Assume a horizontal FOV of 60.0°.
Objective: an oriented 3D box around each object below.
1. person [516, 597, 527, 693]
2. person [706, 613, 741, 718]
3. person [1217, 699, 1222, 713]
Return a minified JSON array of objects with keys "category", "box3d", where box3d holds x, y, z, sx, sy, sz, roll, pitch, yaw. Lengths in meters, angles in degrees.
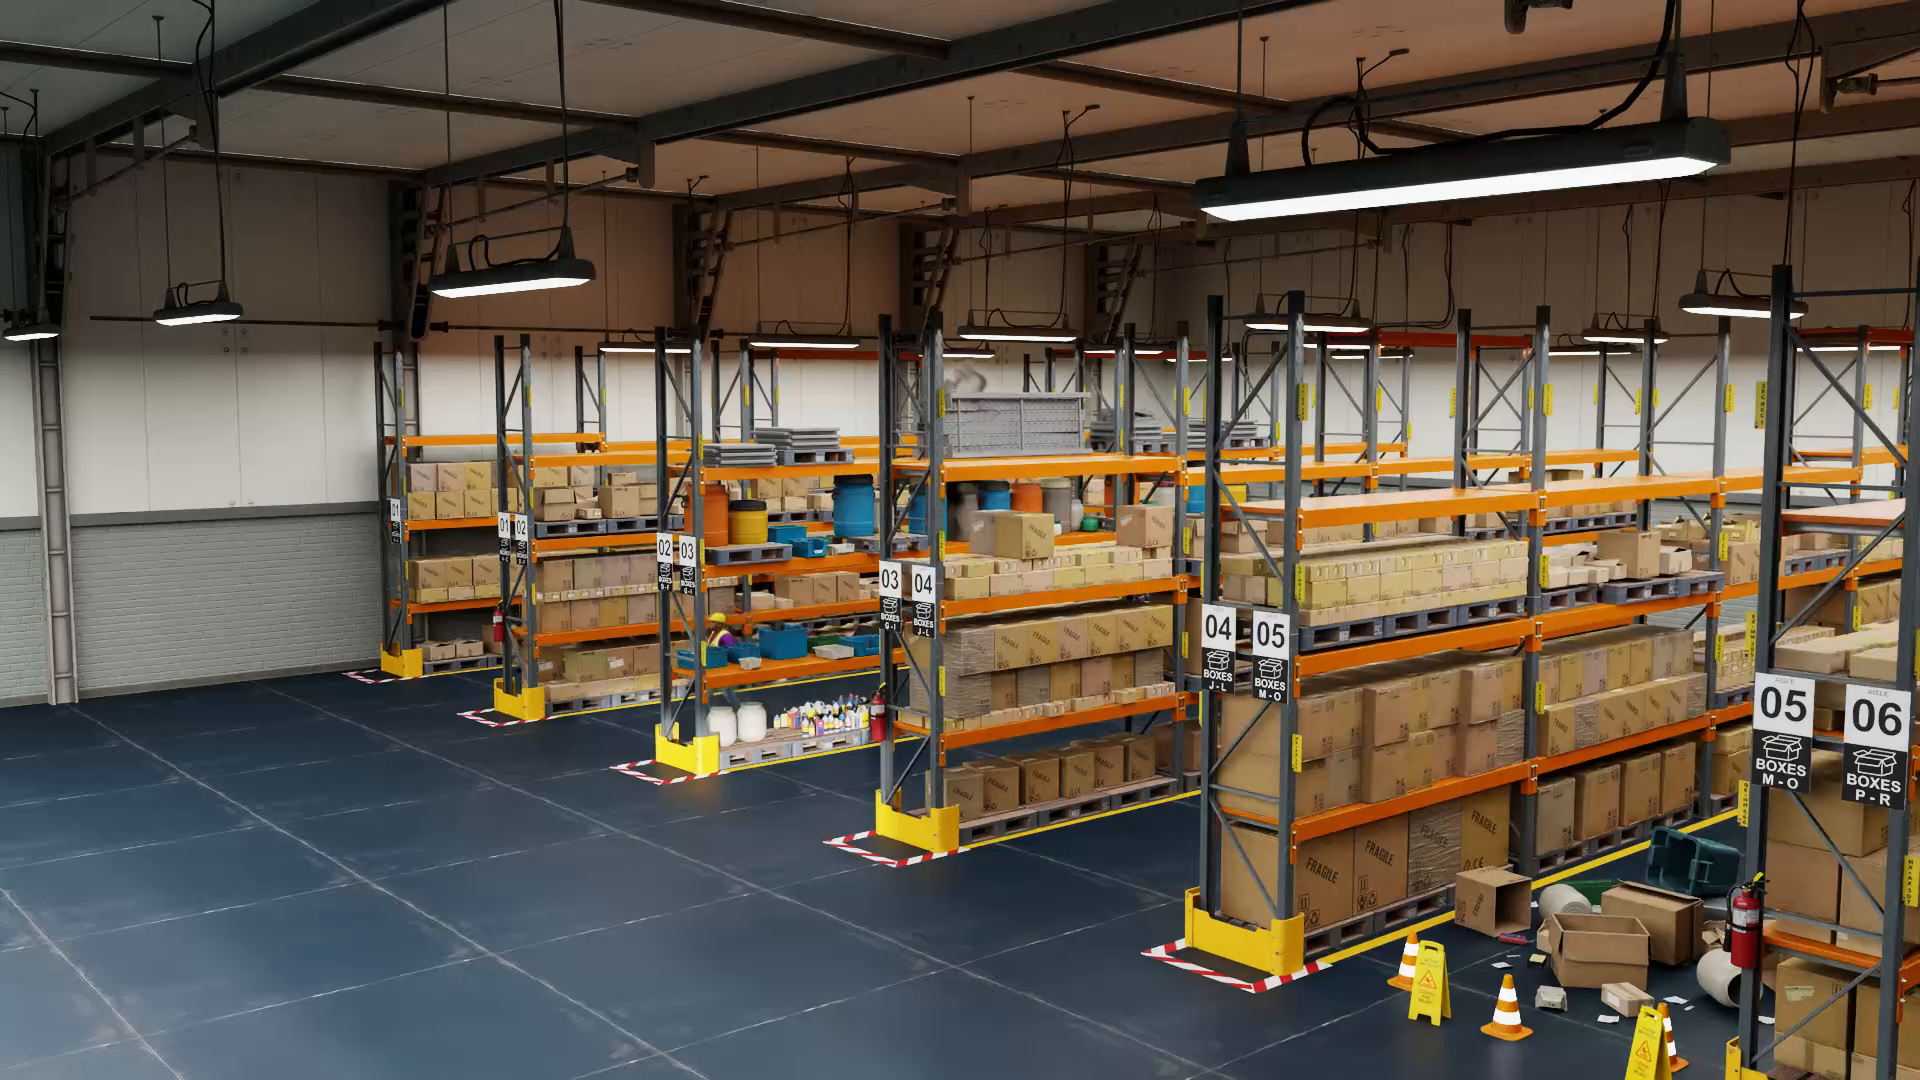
[{"category":"person","box3d":[-7.332,1.766,28.117,0.546,1.682,0.675,-4,7,-40]},{"category":"person","box3d":[-3.587,2.007,25.167,0.664,1.833,0.783,5,7,45]},{"category":"person","box3d":[4.124,2.062,25.520,0.560,1.629,0.727,5,7,44]}]
